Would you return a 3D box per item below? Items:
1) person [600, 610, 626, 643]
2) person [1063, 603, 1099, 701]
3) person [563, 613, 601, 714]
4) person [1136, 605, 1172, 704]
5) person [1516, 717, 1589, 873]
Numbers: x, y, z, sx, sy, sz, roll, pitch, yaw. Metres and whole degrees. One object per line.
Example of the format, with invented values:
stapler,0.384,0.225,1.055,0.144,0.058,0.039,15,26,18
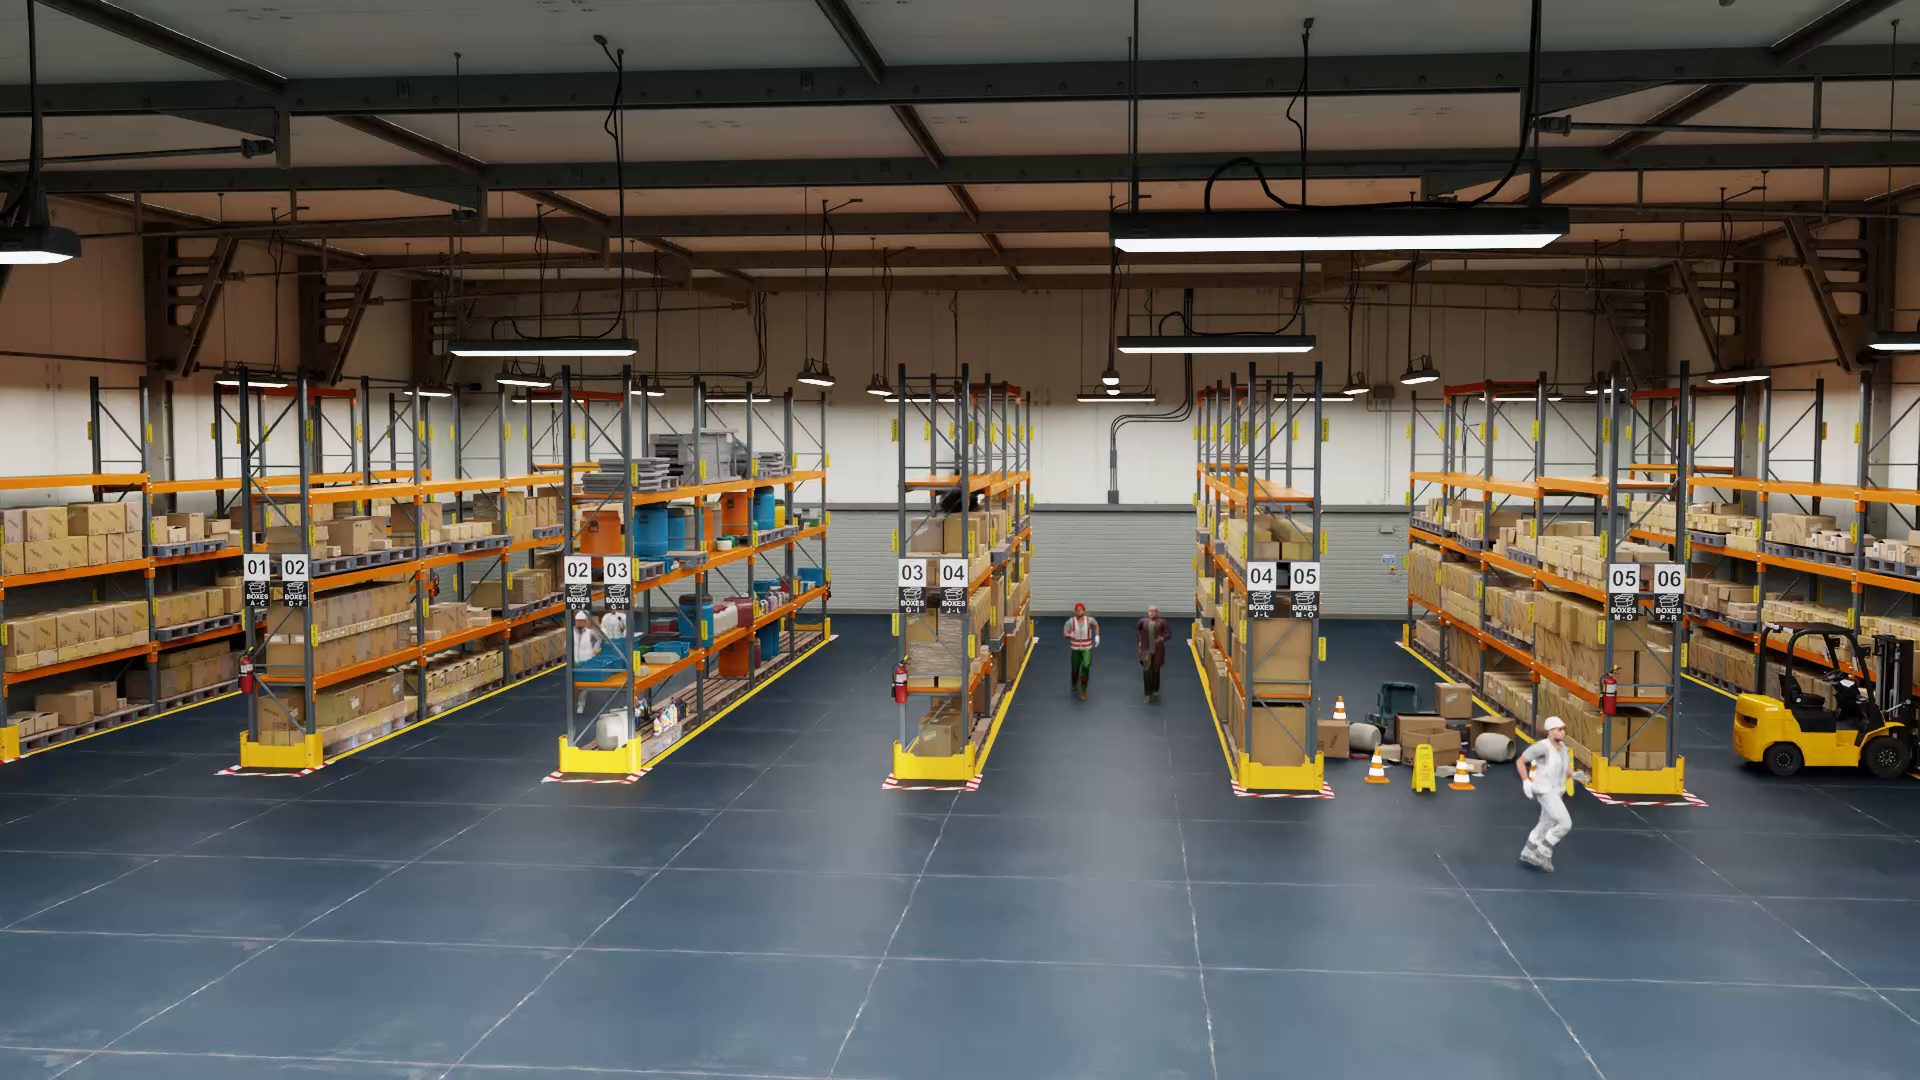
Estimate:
person,-6.931,2.020,33.354,0.600,1.661,0.570,0,4,-3
person,2.296,2.086,31.501,0.673,1.831,0.929,0,4,5
person,-6.815,2.193,29.924,0.661,1.769,0.936,0,4,-2
person,3.616,2.129,31.069,0.688,1.842,0.872,1,4,8
person,6.744,2.895,18.928,0.648,1.775,0.786,-3,5,-42
